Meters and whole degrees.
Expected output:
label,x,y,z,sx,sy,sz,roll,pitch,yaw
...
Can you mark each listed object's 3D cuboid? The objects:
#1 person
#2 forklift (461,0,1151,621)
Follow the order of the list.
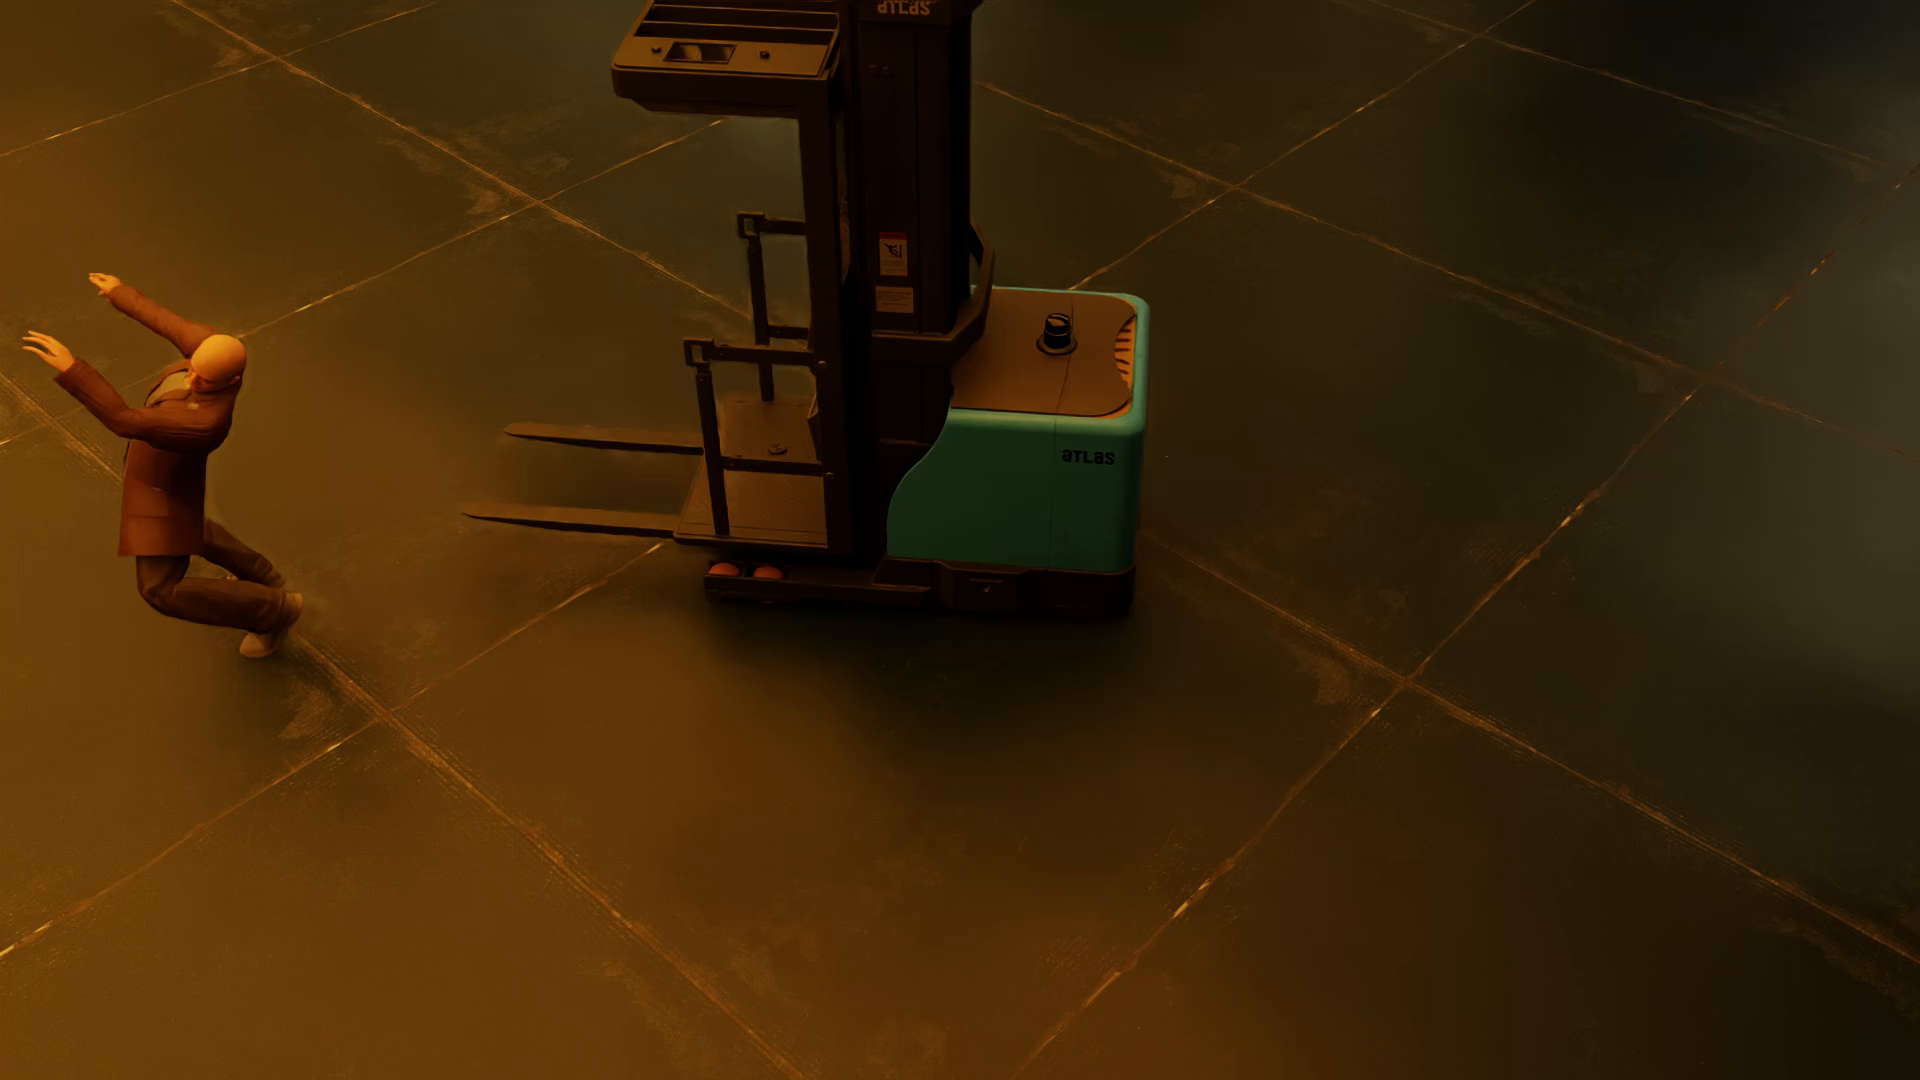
label,x,y,z,sx,sy,sz,roll,pitch,yaw
person,-3.170,-0.393,6.858,0.708,1.644,1.085,-13,42,-15
forklift,-0.704,-1.171,6.794,3.031,2.935,1.130,4,41,5
